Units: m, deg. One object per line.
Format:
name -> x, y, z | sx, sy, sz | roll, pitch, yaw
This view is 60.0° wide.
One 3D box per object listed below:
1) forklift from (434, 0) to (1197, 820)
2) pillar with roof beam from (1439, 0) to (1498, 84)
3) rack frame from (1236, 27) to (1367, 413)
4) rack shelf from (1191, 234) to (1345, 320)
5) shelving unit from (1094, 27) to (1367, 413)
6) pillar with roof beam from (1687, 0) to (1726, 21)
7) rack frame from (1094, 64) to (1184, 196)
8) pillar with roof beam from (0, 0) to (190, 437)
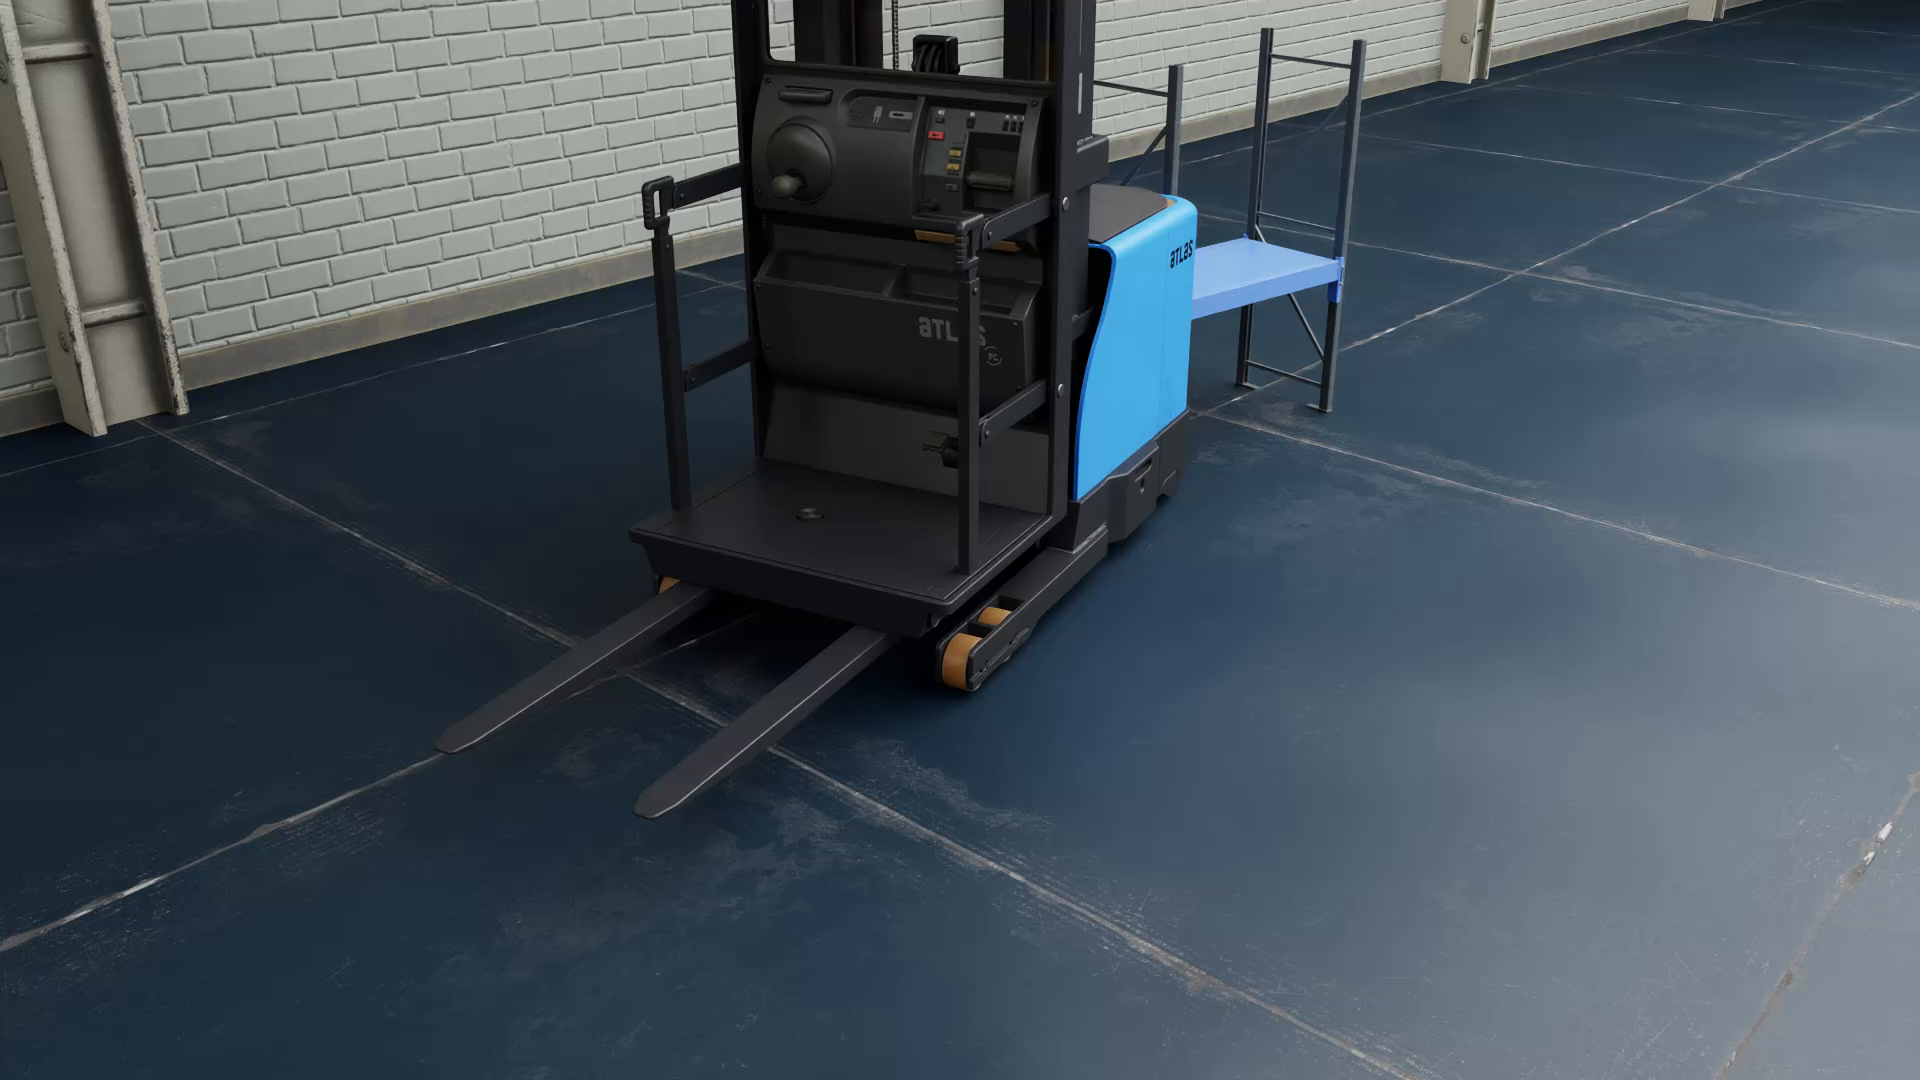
forklift -> -0.292, -1.110, 4.644 | 1.130, 2.935, 3.031 | 12, 27, 25
pillar with roof beam -> 7.755, -7.102, 10.592 | 9.100, 9.000, 0.400 | 20, 31, 38
rack frame -> 1.379, -1.294, 6.803 | 0.032, 1.500, 0.500 | -19, 30, -36
rack shelf -> 0.990, -0.996, 6.578 | 1.000, 0.185, 0.538 | -19, 30, -36
shelving unit -> 0.990, -1.160, 6.504 | 1.048, 1.500, 0.538 | -19, 30, -36
pillar with roof beam -> 11.760, -8.931, 14.669 | 9.100, 9.000, 0.400 | 20, 31, 38
rack frame -> 0.601, -1.026, 6.206 | 0.032, 1.500, 0.500 | -19, 30, -36
pillar with roof beam -> -0.254, -3.446, 2.438 | 9.100, 9.000, 0.400 | 20, 31, 38
